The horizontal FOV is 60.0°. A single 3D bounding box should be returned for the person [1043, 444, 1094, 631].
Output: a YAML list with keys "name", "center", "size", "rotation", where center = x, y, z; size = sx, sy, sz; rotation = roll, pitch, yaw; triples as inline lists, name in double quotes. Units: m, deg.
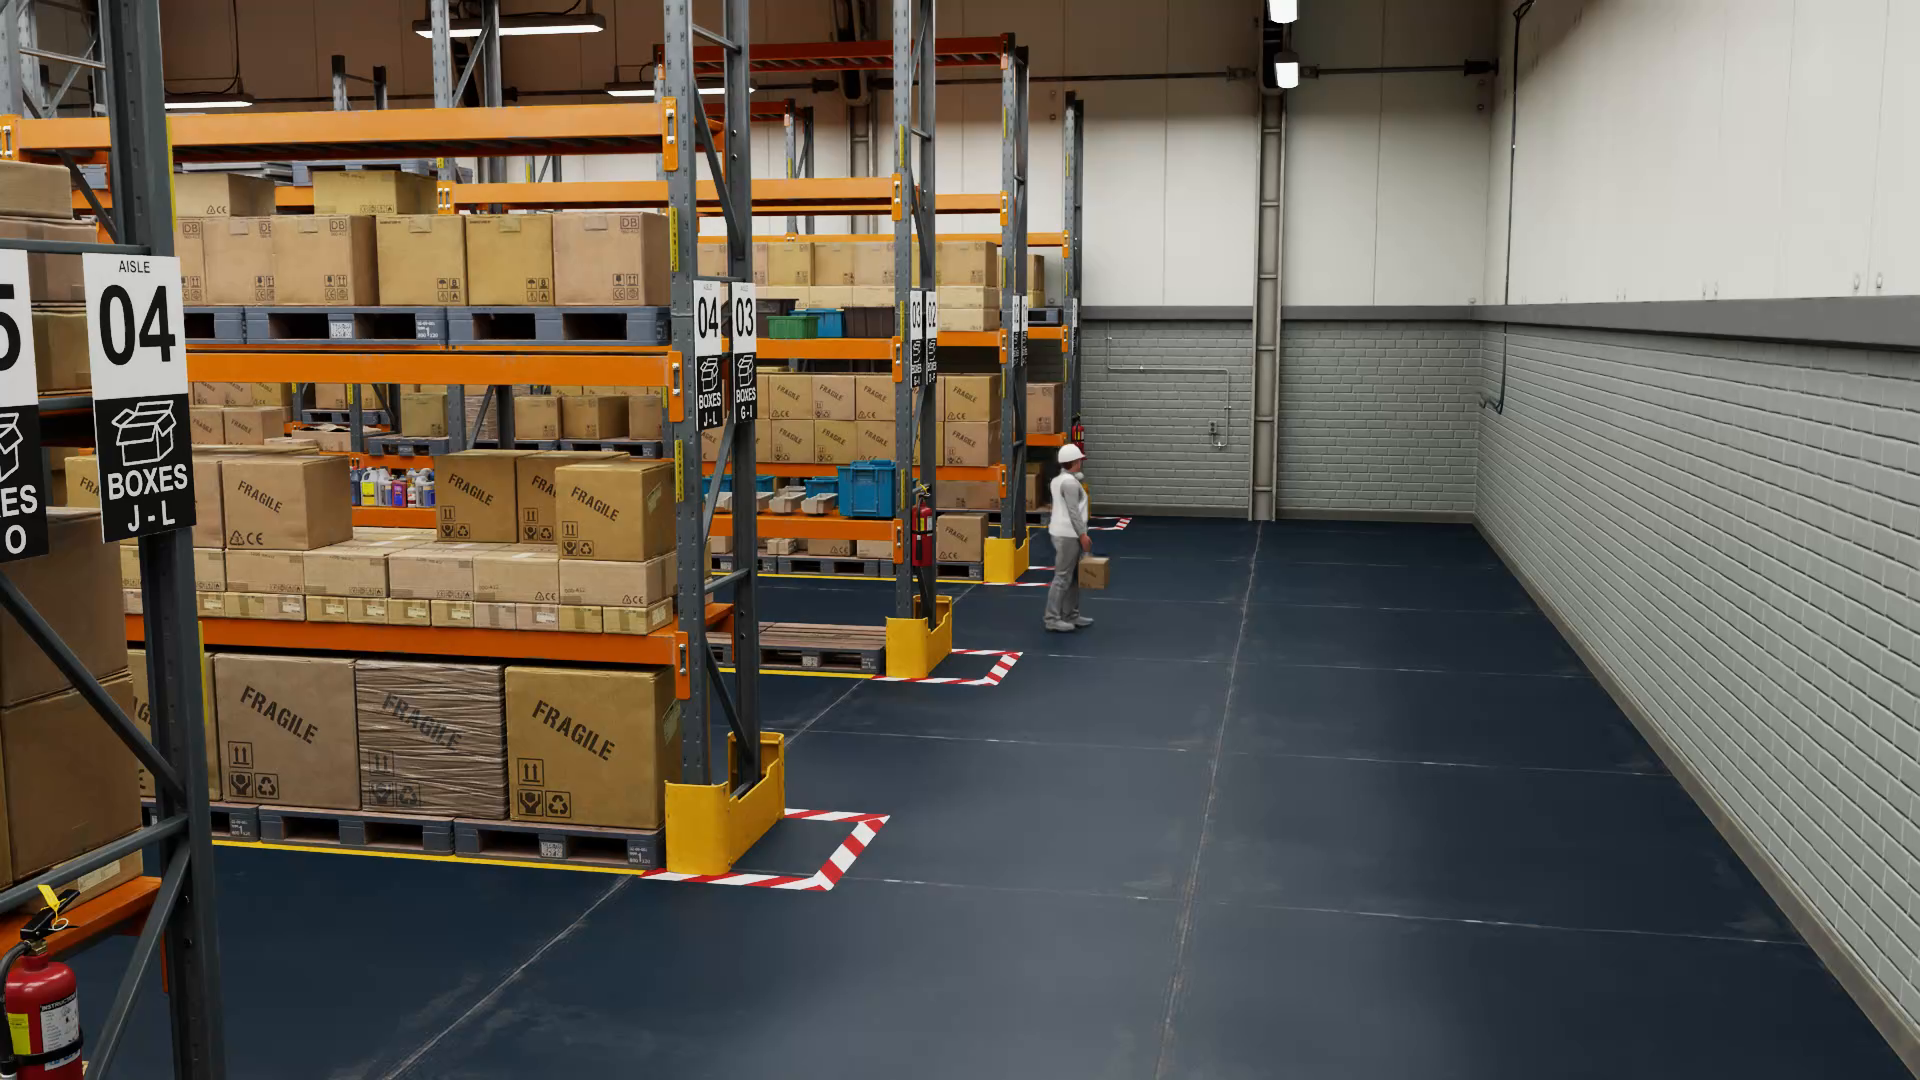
- name: "person"
  center: [1.048, -0.033, 15.957]
  size: [0.538, 1.770, 0.554]
  rotation: [-1, 8, -8]
